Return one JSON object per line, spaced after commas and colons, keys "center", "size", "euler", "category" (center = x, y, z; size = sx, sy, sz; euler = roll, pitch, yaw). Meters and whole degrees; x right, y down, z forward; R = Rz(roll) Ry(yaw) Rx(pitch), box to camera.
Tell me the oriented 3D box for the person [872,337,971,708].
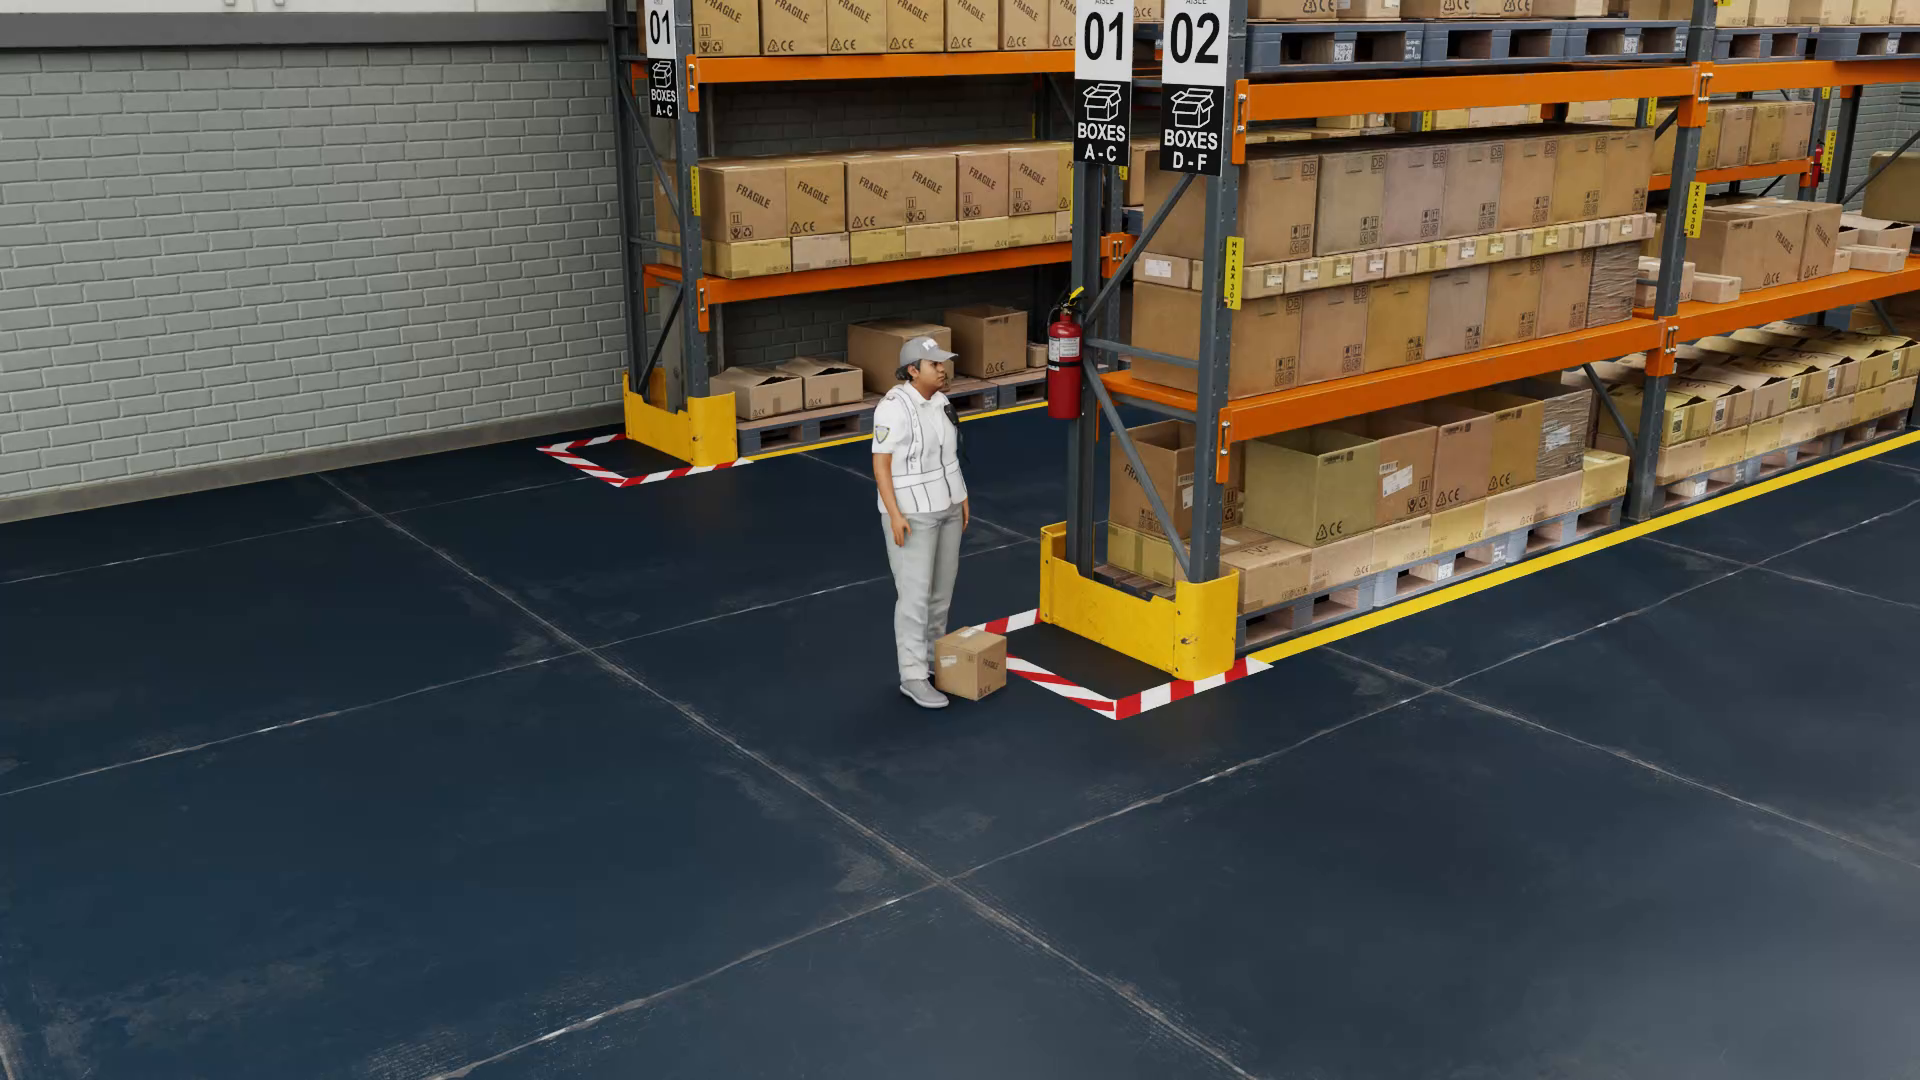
{"center": [-0.124, -0.113, 7.867], "size": [0.529, 1.670, 0.598], "euler": [14, 22, 36], "category": "person"}
